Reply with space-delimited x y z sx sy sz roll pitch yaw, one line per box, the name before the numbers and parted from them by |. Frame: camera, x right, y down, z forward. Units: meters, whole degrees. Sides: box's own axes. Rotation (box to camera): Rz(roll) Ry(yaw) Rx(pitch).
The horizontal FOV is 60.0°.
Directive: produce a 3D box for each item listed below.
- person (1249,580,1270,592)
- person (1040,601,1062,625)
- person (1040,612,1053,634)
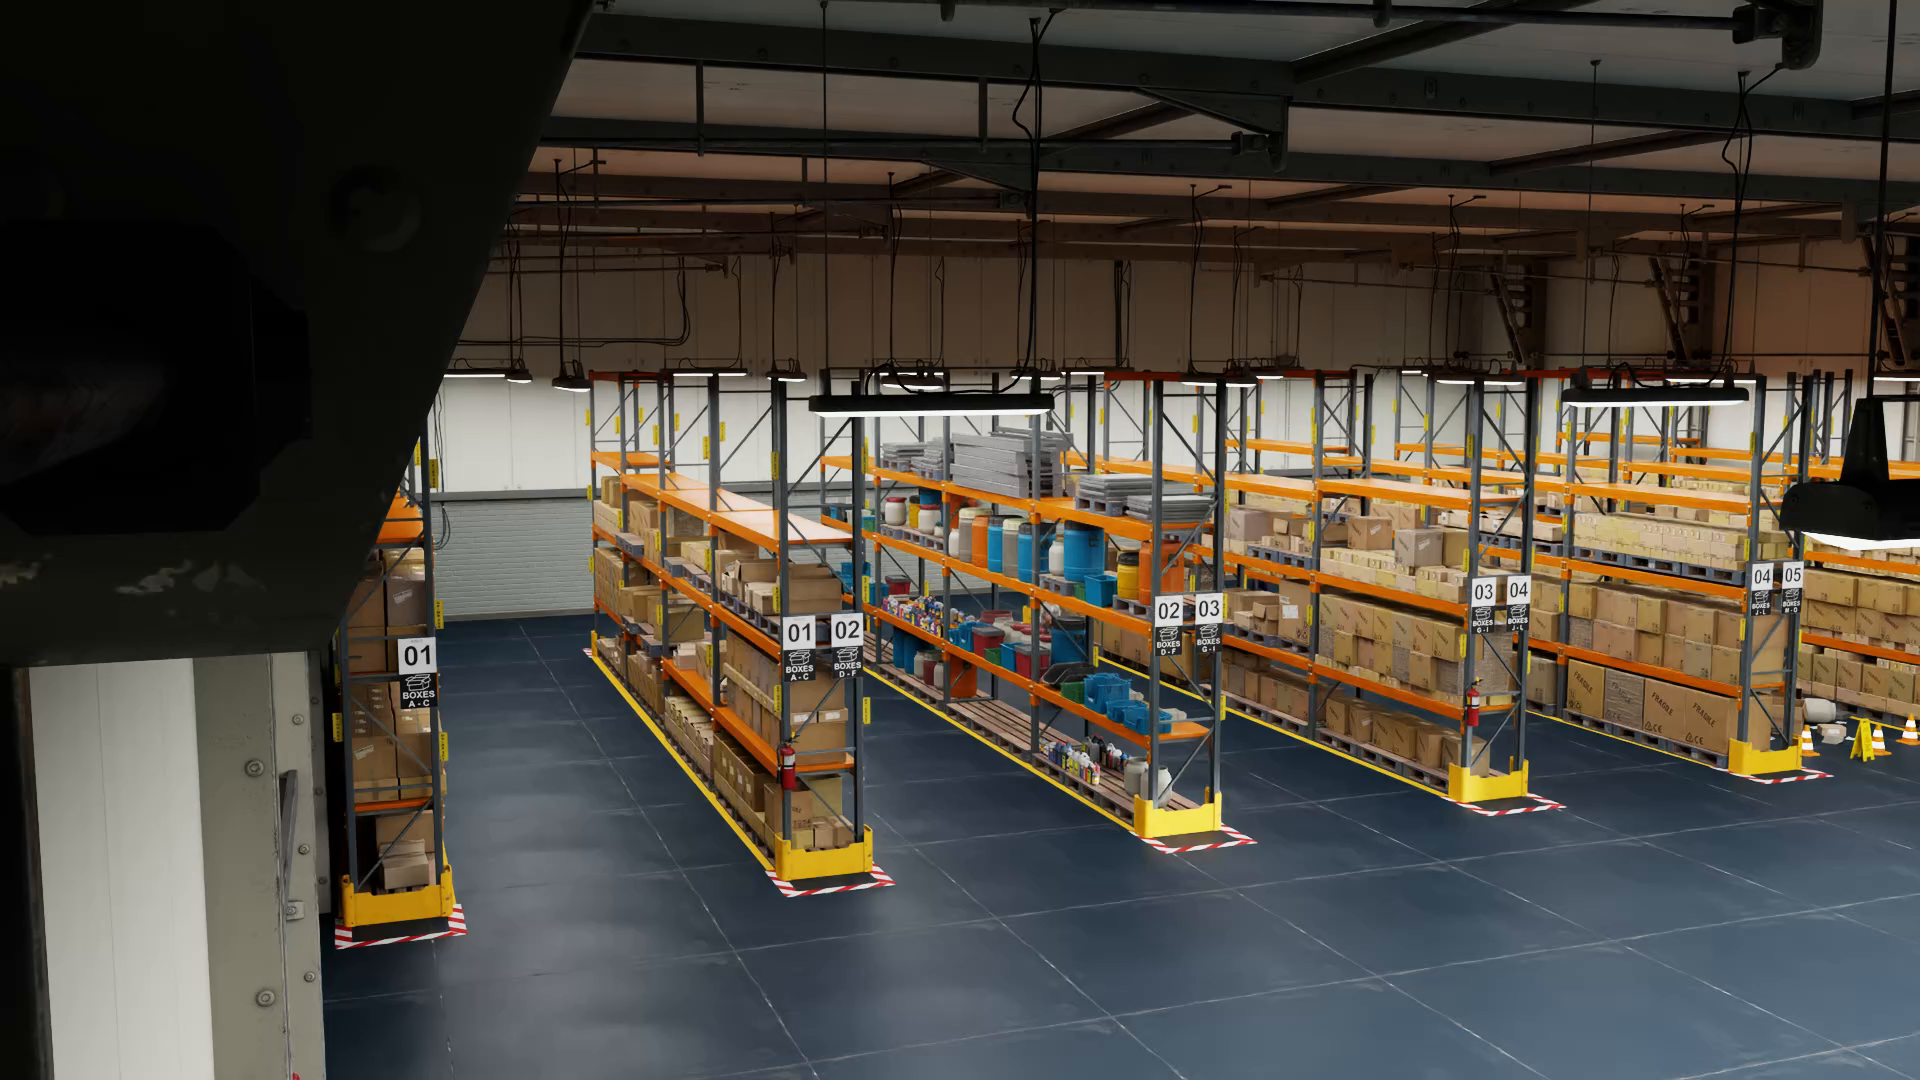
person | 7.400 0.898 41.447 0.853 1.608 0.475 2 7 20
person | 1.839 1.668 33.354 0.406 1.379 0.971 -2 7 -19
person | 1.632 2.074 29.958 0.583 1.587 0.882 -3 7 -22
